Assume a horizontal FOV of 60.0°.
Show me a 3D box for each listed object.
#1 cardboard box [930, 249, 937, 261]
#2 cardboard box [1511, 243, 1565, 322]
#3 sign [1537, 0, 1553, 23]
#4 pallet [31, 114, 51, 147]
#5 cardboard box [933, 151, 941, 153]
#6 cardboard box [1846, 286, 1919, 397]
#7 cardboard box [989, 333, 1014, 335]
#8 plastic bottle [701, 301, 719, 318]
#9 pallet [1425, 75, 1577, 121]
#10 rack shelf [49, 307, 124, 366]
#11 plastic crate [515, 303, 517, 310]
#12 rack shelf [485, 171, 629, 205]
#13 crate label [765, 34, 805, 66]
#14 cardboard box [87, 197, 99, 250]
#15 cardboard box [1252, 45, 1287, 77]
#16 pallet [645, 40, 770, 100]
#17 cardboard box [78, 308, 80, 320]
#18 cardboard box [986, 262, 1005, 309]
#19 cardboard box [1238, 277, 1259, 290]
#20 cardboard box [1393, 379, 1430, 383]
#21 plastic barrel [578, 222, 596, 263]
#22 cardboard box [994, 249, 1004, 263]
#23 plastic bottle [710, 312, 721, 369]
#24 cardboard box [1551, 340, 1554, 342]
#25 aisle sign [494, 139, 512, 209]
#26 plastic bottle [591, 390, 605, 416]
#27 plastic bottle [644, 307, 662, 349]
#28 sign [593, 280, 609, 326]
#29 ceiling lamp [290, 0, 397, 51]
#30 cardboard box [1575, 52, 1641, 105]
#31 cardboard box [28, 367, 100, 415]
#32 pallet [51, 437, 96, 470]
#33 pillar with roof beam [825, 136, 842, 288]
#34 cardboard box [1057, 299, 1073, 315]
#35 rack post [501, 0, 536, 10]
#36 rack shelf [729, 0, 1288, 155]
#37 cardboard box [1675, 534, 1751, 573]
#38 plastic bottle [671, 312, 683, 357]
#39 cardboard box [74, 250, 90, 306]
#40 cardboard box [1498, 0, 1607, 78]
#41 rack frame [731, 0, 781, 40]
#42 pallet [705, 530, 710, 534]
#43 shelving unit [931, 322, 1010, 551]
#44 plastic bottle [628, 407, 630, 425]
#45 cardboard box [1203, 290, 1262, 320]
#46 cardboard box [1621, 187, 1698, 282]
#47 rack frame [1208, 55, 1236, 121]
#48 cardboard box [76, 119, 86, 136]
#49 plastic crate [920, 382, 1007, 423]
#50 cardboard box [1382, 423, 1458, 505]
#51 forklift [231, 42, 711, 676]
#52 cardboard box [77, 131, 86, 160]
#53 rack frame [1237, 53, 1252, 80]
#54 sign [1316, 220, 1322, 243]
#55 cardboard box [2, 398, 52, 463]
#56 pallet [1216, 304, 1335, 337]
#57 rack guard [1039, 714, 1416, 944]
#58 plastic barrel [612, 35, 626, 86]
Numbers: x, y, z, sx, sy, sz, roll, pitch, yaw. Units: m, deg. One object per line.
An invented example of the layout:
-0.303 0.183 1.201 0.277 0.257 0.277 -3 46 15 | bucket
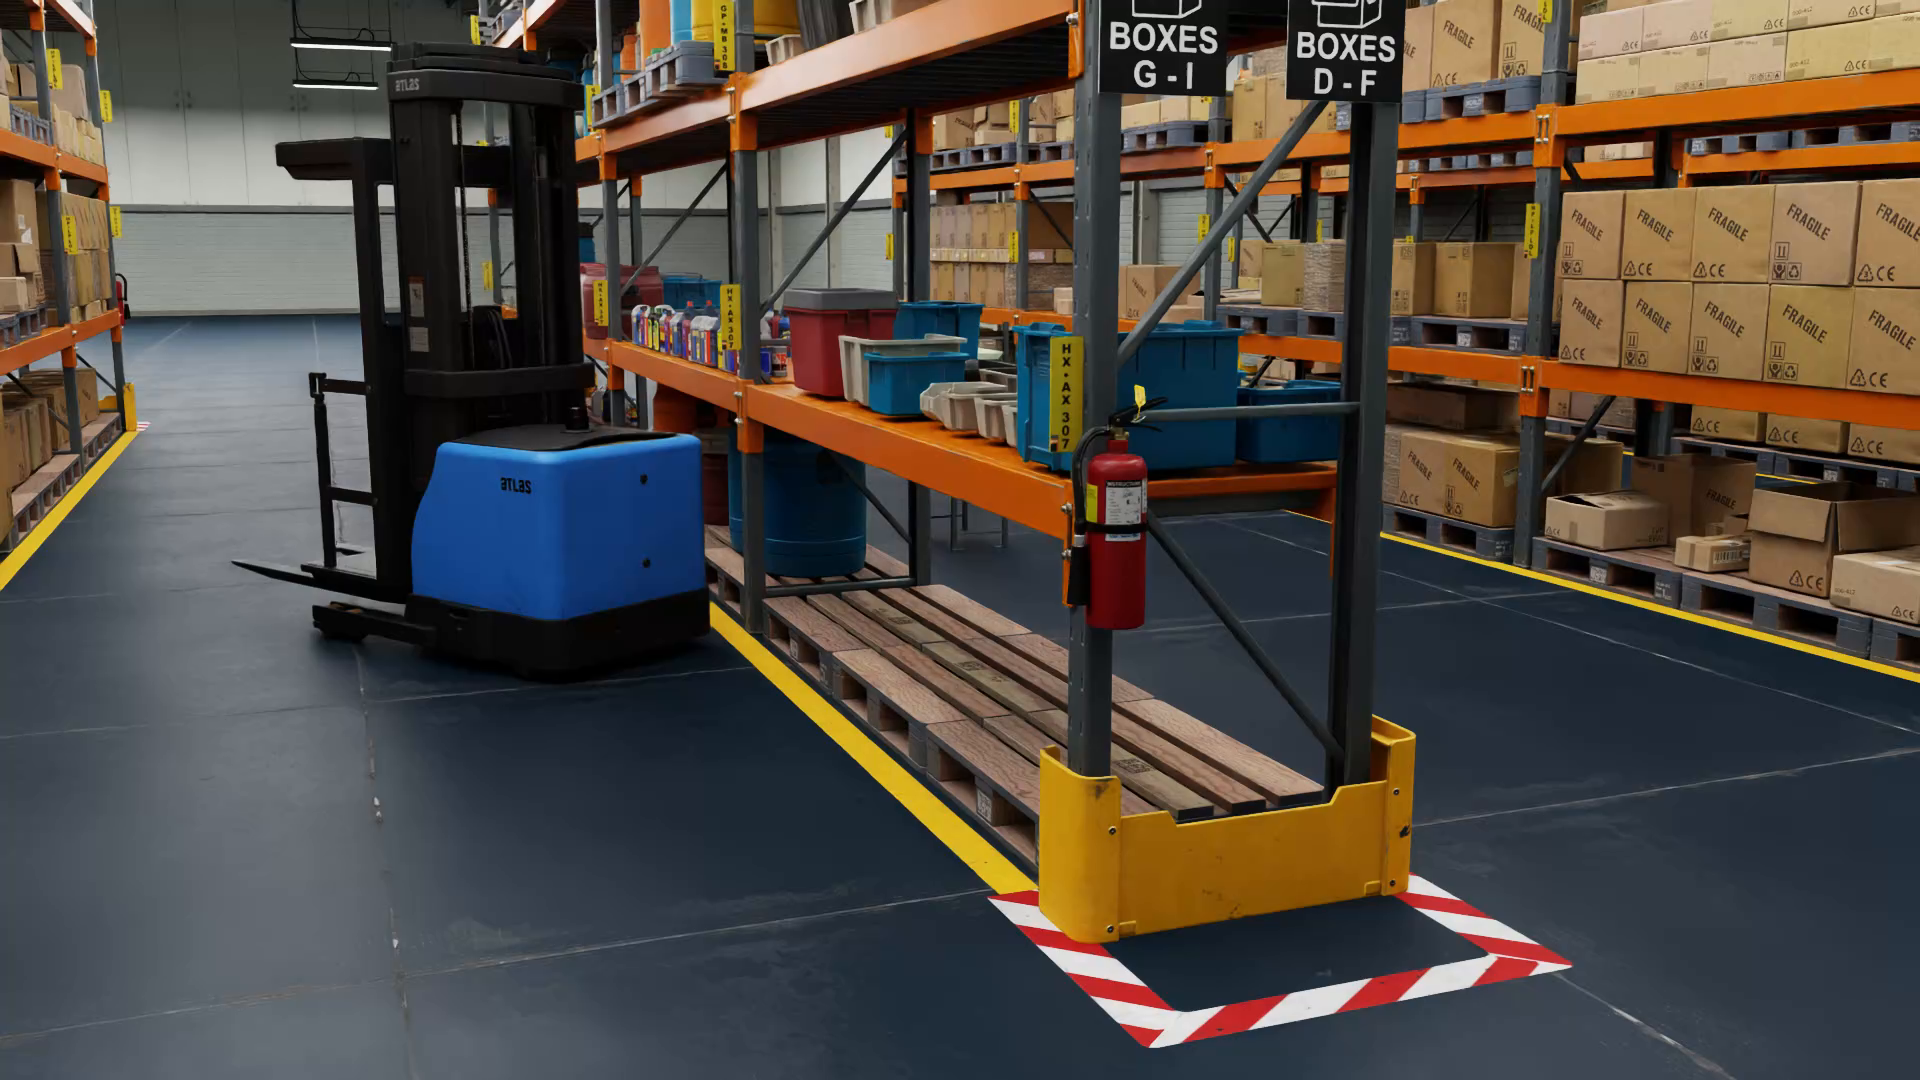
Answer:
-0.154 -3.460 20.168 0.380 0.149 0.250 -4 11 -22 | cardboard box
4.013 -1.683 10.830 0.700 0.500 0.500 -9 13 -40 | cardboard box
3.460 -3.225 9.818 0.100 0.325 0.005 -4 11 -21 | sign
-8.033 -3.290 13.321 1.213 0.211 1.003 -4 11 -21 | pallet
-0.110 -4.720 19.941 0.380 0.149 0.250 -4 11 -21 | cardboard box
4.643 -0.954 7.931 0.500 0.500 0.500 -4 11 -20 | cardboard box
0.656 -2.204 19.754 0.500 0.500 0.500 -4 11 -21 | cardboard box
-1.586 -1.338 10.517 0.144 0.351 0.185 -4 11 -21 | plastic bottle
3.805 -2.830 10.739 1.213 0.211 1.003 -4 11 -21 | pallet
-8.882 -1.985 16.070 1.077 0.370 4.000 -4 11 -21 | rack shelf
-4.365 -2.446 17.361 0.530 0.136 0.437 -4 11 -21 | plastic crate
-4.265 -3.776 17.574 1.077 0.370 4.000 -4 11 -21 | rack shelf
-0.734 -2.270 7.806 0.293 0.136 0.466 -4 11 -21 | crate label
-8.812 -3.117 16.387 0.500 0.500 0.500 -4 11 -21 | cardboard box
2.679 -3.935 13.270 0.500 0.500 0.500 -4 11 -21 | cardboard box
-1.017 -2.527 9.036 1.213 0.211 1.003 -4 11 -21 | pallet
-8.149 -2.024 14.952 0.380 0.149 0.250 -4 11 -21 | cardboard box
0.713 -2.848 18.580 0.700 0.500 0.500 -4 11 -21 | cardboard box
4.124 -3.445 22.594 0.500 0.250 0.500 -4 11 -23 | cardboard box
5.471 -1.863 20.163 0.380 0.166 0.250 -6 11 -28 | cardboard box
-3.683 -2.492 15.432 0.600 0.901 0.708 -4 11 -21 | plastic barrel
0.594 -3.123 18.277 0.380 0.149 0.250 -4 11 -23 | cardboard box
-1.347 -1.157 9.498 0.144 0.351 0.185 -4 11 -21 | plastic bottle
6.330 -2.036 18.040 0.500 0.250 0.500 -4 11 -23 | cardboard box
-5.289 -4.253 19.343 0.394 0.787 0.004 -4 11 -21 | aisle sign
-3.798 -1.448 17.515 0.152 0.276 0.135 -4 11 -21 | plastic bottle
-2.068 -1.447 11.342 0.152 0.276 0.135 -4 11 -21 | plastic bottle
-2.601 -1.719 12.051 0.100 0.325 0.005 -4 11 -21 | sign
-12.331 -11.376 33.008 2.000 3.185 0.800 -4 11 -21 | ceiling lamp
3.922 -2.643 9.577 0.500 0.250 0.500 -4 11 -21 | cardboard box
-9.396 -1.539 17.445 0.500 0.500 0.500 -2 10 -10 | cardboard box
-8.433 -0.747 15.020 1.003 0.211 1.213 -4 11 -21 | pallet
-7.406 -10.147 42.772 9.100 9.000 0.548 -4 11 -21 | pillar with roof beam
1.208 -2.360 16.839 0.380 0.149 0.250 -4 11 -21 | cardboard box
-4.259 -5.582 17.324 0.937 0.300 0.954 -4 11 -22 | rack post
0.083 -1.818 6.563 1.077 0.370 4.000 -4 11 -21 | rack shelf
4.250 0.066 9.319 0.380 0.166 0.250 -4 11 -21 | cardboard box
-1.733 -1.296 10.494 0.152 0.276 0.135 -4 11 -21 | plastic bottle
-8.411 -2.370 15.043 0.875 0.500 0.500 -4 11 -21 | cardboard box
3.862 -3.204 10.533 0.600 0.600 0.600 -5 11 -26 | cardboard box
-0.642 -3.975 8.072 1.000 3.000 0.127 -4 11 -21 | rack frame
-1.767 -0.175 11.804 1.003 0.211 1.213 -4 11 -21 | pallet
-0.002 -0.739 11.295 0.431 1.500 0.755 -4 11 -21 | shelving unit
-3.284 -1.263 16.687 0.097 0.201 0.097 0 10 0 | plastic bottle
2.436 -2.006 14.389 0.500 0.311 0.500 -3 11 -17 | cardboard box
4.072 -1.698 9.259 0.500 0.500 0.500 -4 11 -23 | cardboard box
2.527 -4.942 13.507 1.000 3.000 0.127 -4 11 -21 | rack frame
-8.750 -4.027 16.218 0.380 0.149 0.250 -4 11 -24 | cardboard box
0.004 -0.529 6.412 0.298 0.136 0.250 -4 11 -21 | plastic crate
3.178 -0.547 11.809 0.500 0.500 0.500 -4 11 -20 | cardboard box
-2.743 -0.993 8.632 3.031 2.935 1.130 7 13 36 | forklift
-8.646 -3.759 15.851 0.500 0.250 0.500 -4 11 -22 | cardboard box
4.243 -6.563 22.618 1.000 3.000 0.127 -4 11 -21 | rack frame
3.029 -2.555 14.140 0.100 0.325 0.005 -4 11 -21 | sign
-7.955 -0.897 13.781 0.700 0.500 0.500 -5 11 -25 | cardboard box
2.838 -1.787 13.452 1.213 0.211 1.003 -4 11 -21 | pallet
0.829 0.865 5.129 1.175 0.500 0.348 -4 11 -21 | rack guard
-2.680 -3.768 14.043 0.600 0.901 0.708 -4 11 -21 | plastic barrel
